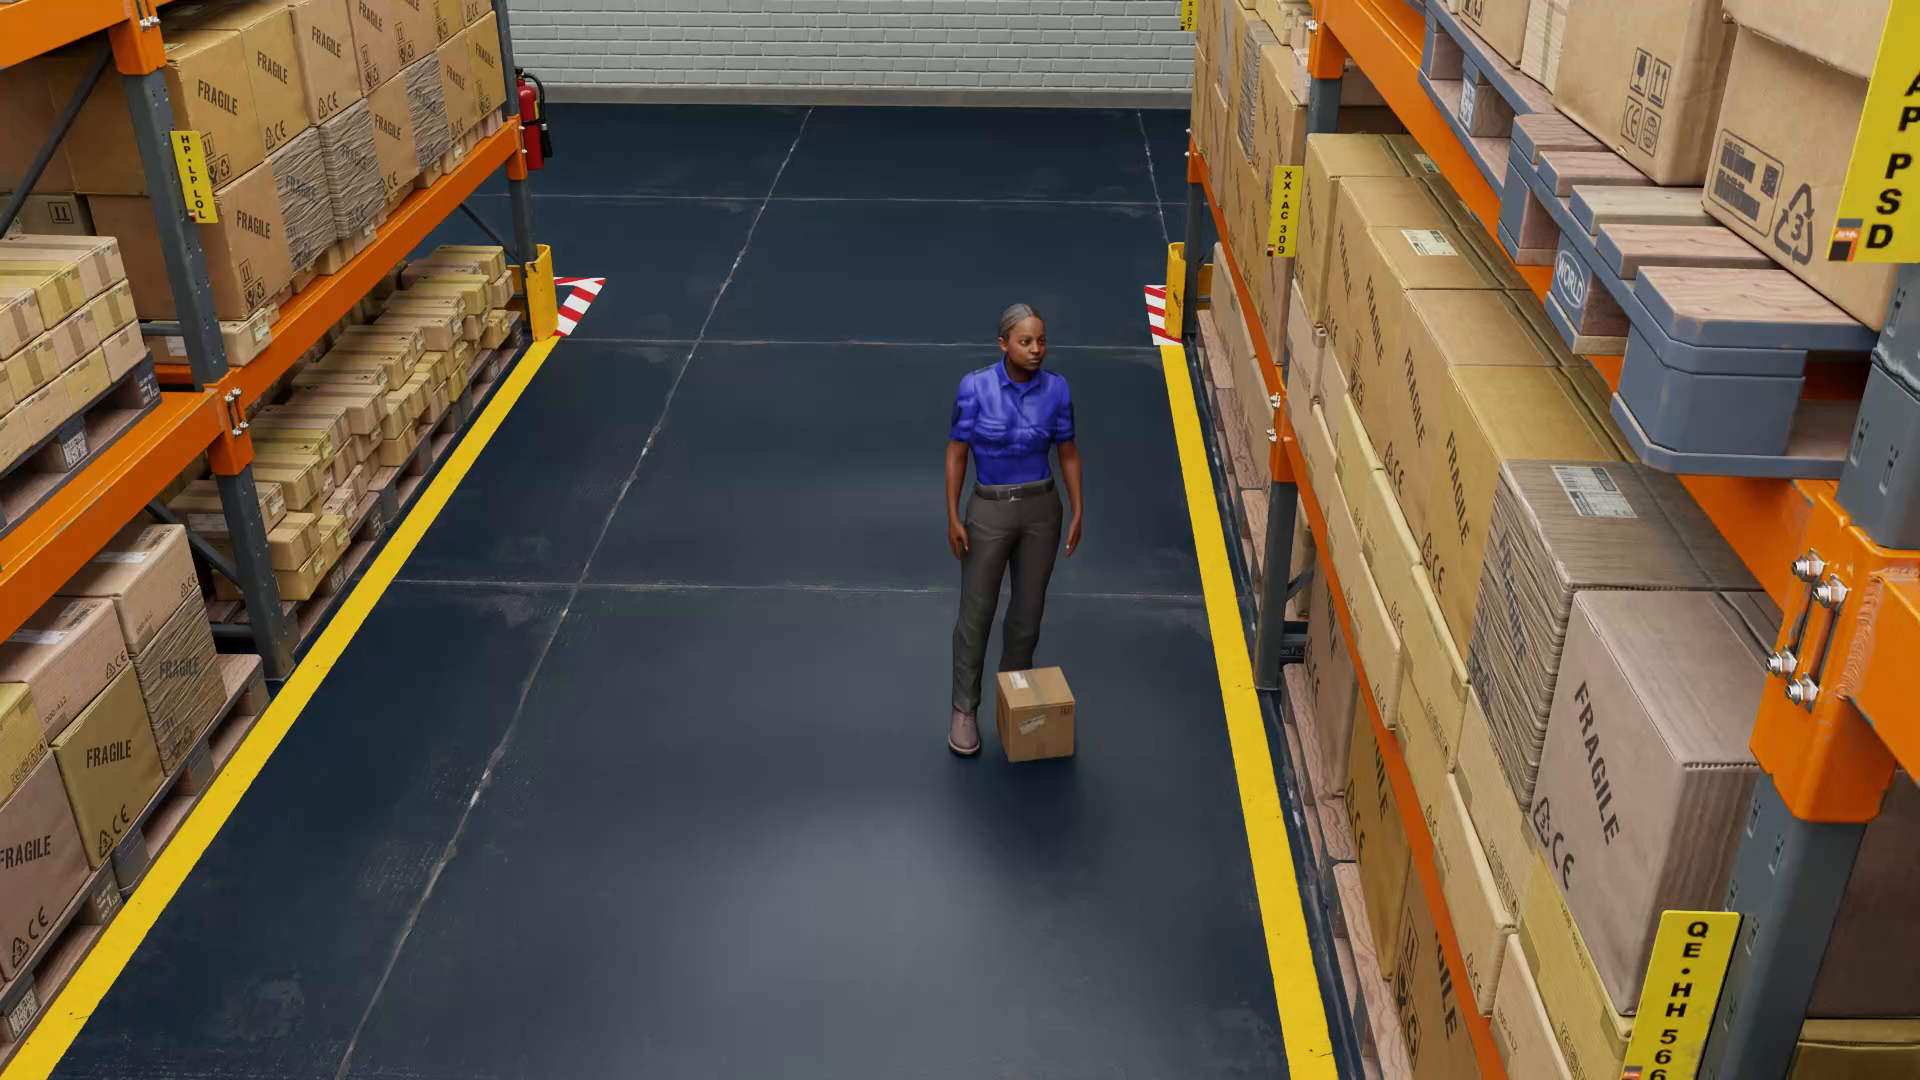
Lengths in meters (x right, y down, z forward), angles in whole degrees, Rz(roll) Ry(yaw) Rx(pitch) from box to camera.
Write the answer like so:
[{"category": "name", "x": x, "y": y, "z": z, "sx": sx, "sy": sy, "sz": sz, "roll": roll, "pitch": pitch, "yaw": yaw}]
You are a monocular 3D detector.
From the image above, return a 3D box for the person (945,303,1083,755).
[{"category": "person", "x": 0.192, "y": -0.040, "z": 6.185, "sx": 0.547, "sy": 1.654, "sz": 0.505, "roll": -6, "pitch": 29, "yaw": -10}]
